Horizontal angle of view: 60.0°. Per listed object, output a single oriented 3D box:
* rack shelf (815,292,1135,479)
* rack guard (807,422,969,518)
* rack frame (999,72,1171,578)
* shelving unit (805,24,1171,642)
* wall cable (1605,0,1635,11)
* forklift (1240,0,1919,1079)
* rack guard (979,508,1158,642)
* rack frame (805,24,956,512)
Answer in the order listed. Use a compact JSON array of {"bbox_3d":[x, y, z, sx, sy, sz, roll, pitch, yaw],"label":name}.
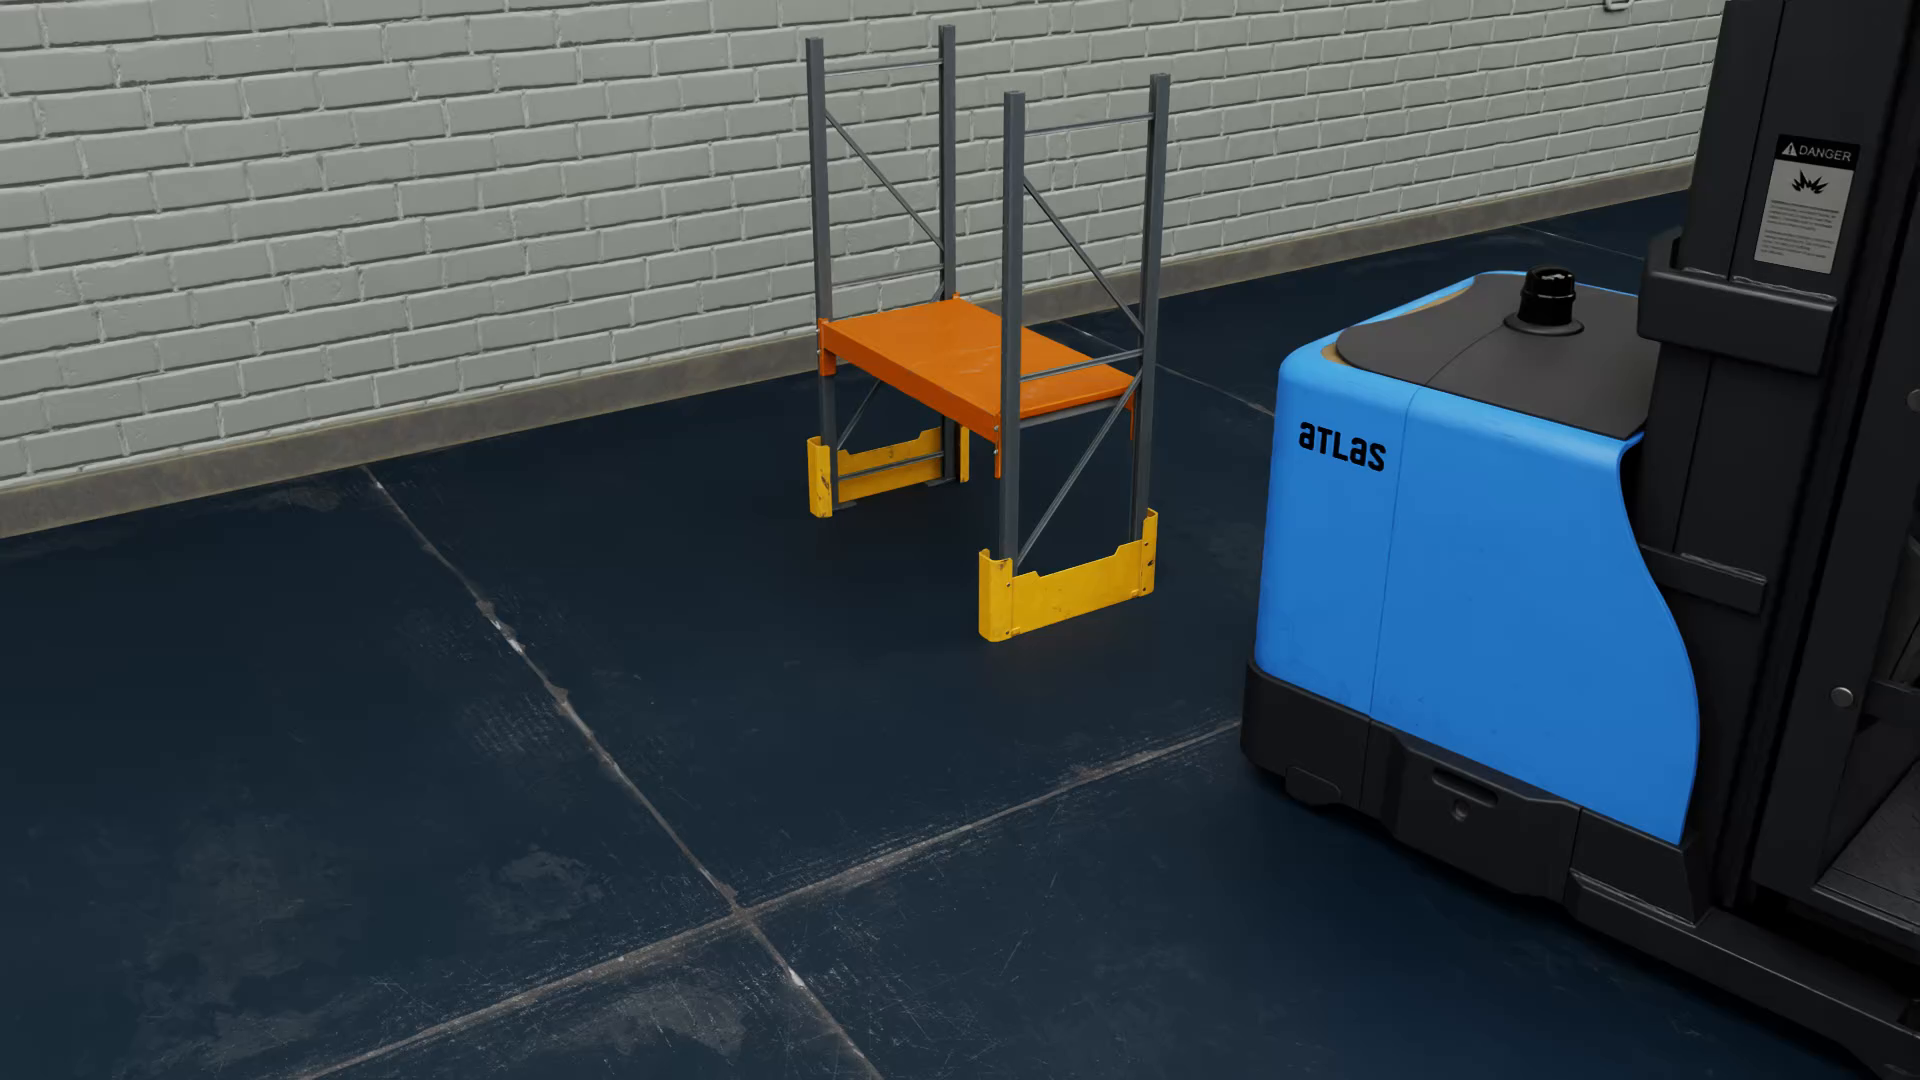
[{"bbox_3d":[0.047,-0.485,4.942,0.538,0.185,1.000,-16,29,-30],"label":"rack shelf"},{"bbox_3d":[-0.230,-0.264,5.516,0.587,0.250,0.087,-16,29,-30],"label":"rack guard"},{"bbox_3d":[0.324,-0.466,4.480,0.500,1.500,0.032,-16,29,-30],"label":"rack frame"},{"bbox_3d":[0.042,-0.651,4.872,0.587,1.500,1.083,-16,29,-30],"label":"shelving unit"},{"bbox_3d":[3.311,-3.580,8.093,0.585,1.953,0.123,-16,29,-30],"label":"wall cable"},{"bbox_3d":[2.085,-0.467,2.805,3.031,2.935,1.130,23,33,39],"label":"forklift"},{"bbox_3d":[0.313,0.092,4.762,0.587,0.250,0.087,-16,29,-30],"label":"rack guard"},{"bbox_3d":[-0.231,-0.830,5.250,0.500,1.500,0.032,-16,29,-30],"label":"rack frame"}]
